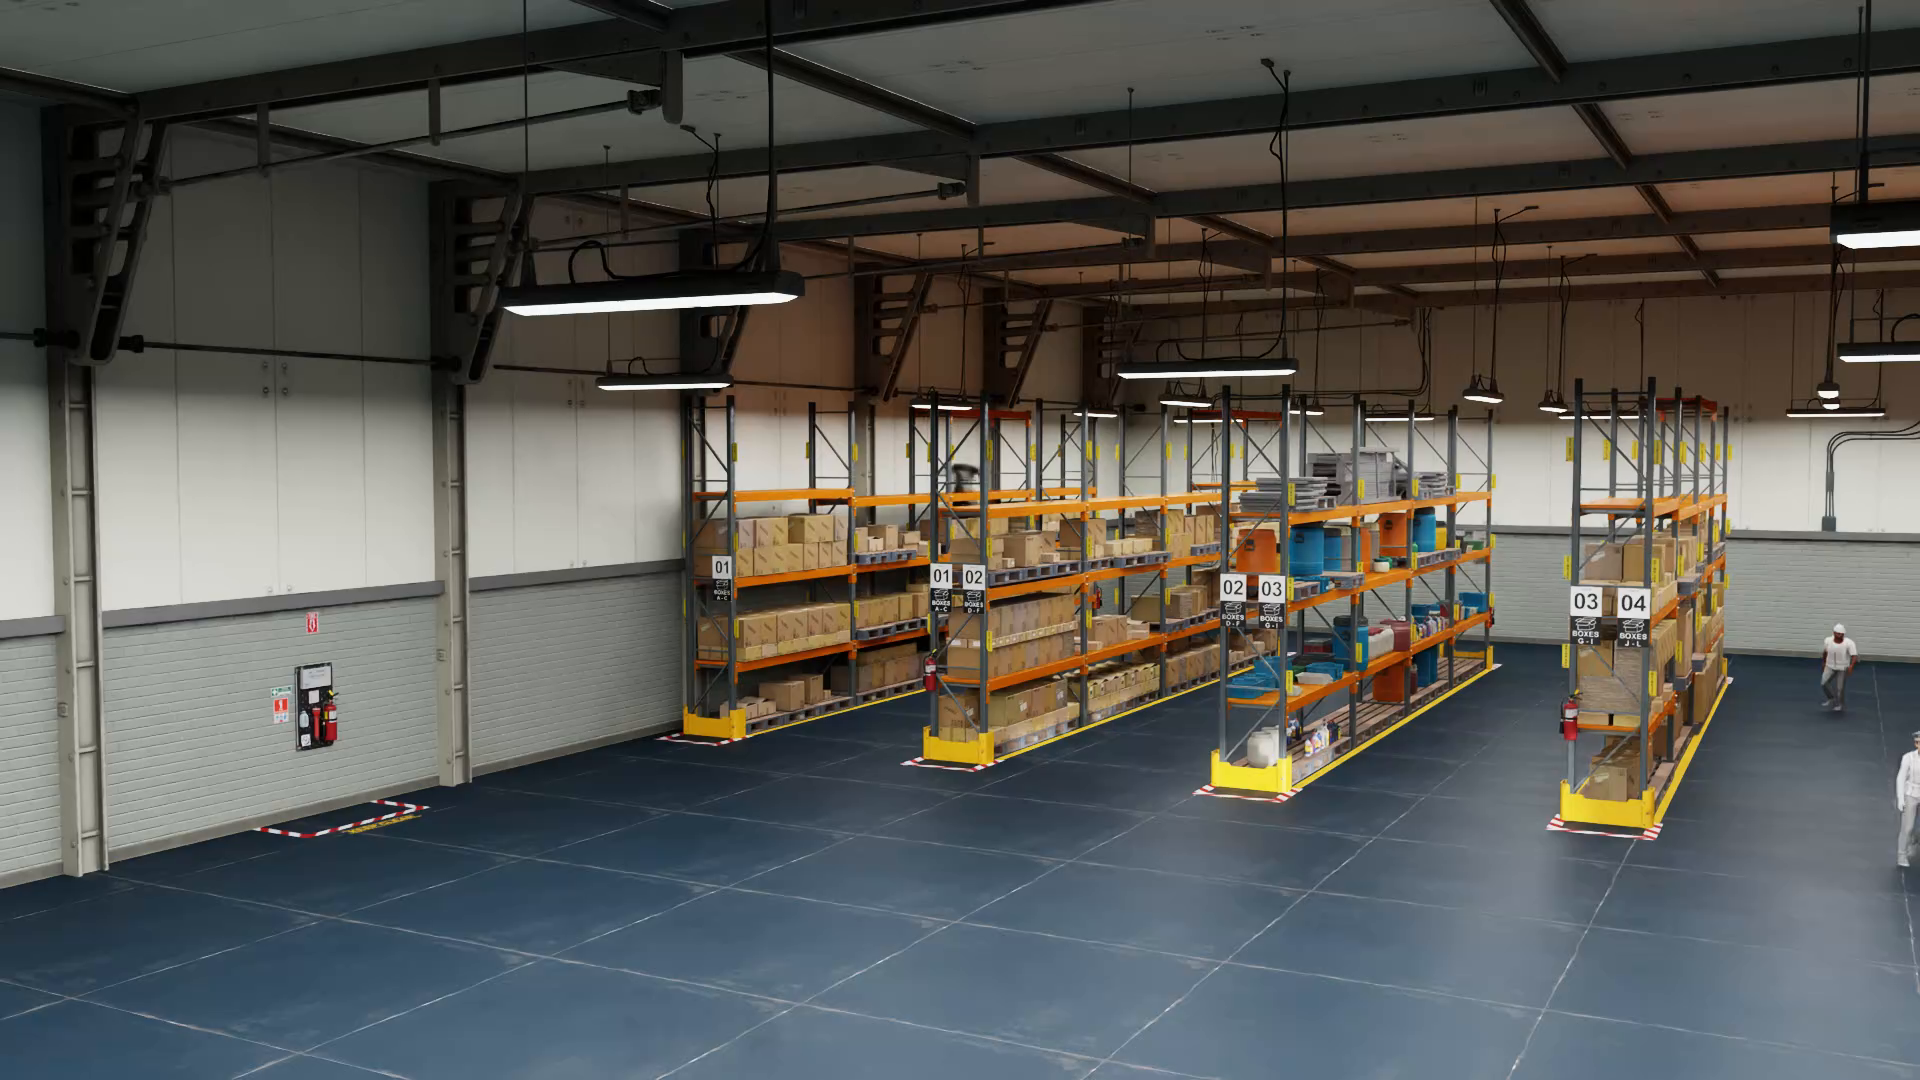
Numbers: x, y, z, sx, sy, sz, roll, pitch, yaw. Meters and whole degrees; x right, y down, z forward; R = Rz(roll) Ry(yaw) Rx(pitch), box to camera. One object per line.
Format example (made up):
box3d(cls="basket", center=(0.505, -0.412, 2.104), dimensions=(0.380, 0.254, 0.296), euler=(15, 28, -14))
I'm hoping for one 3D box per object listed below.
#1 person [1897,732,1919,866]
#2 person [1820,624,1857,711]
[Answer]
box3d(cls="person", center=(11.579, 3.104, 20.037), dimensions=(0.535, 1.647, 0.497), euler=(1, 3, 21))
box3d(cls="person", center=(16.859, 2.453, 31.941), dimensions=(0.709, 1.709, 0.691), euler=(3, 4, 44))
